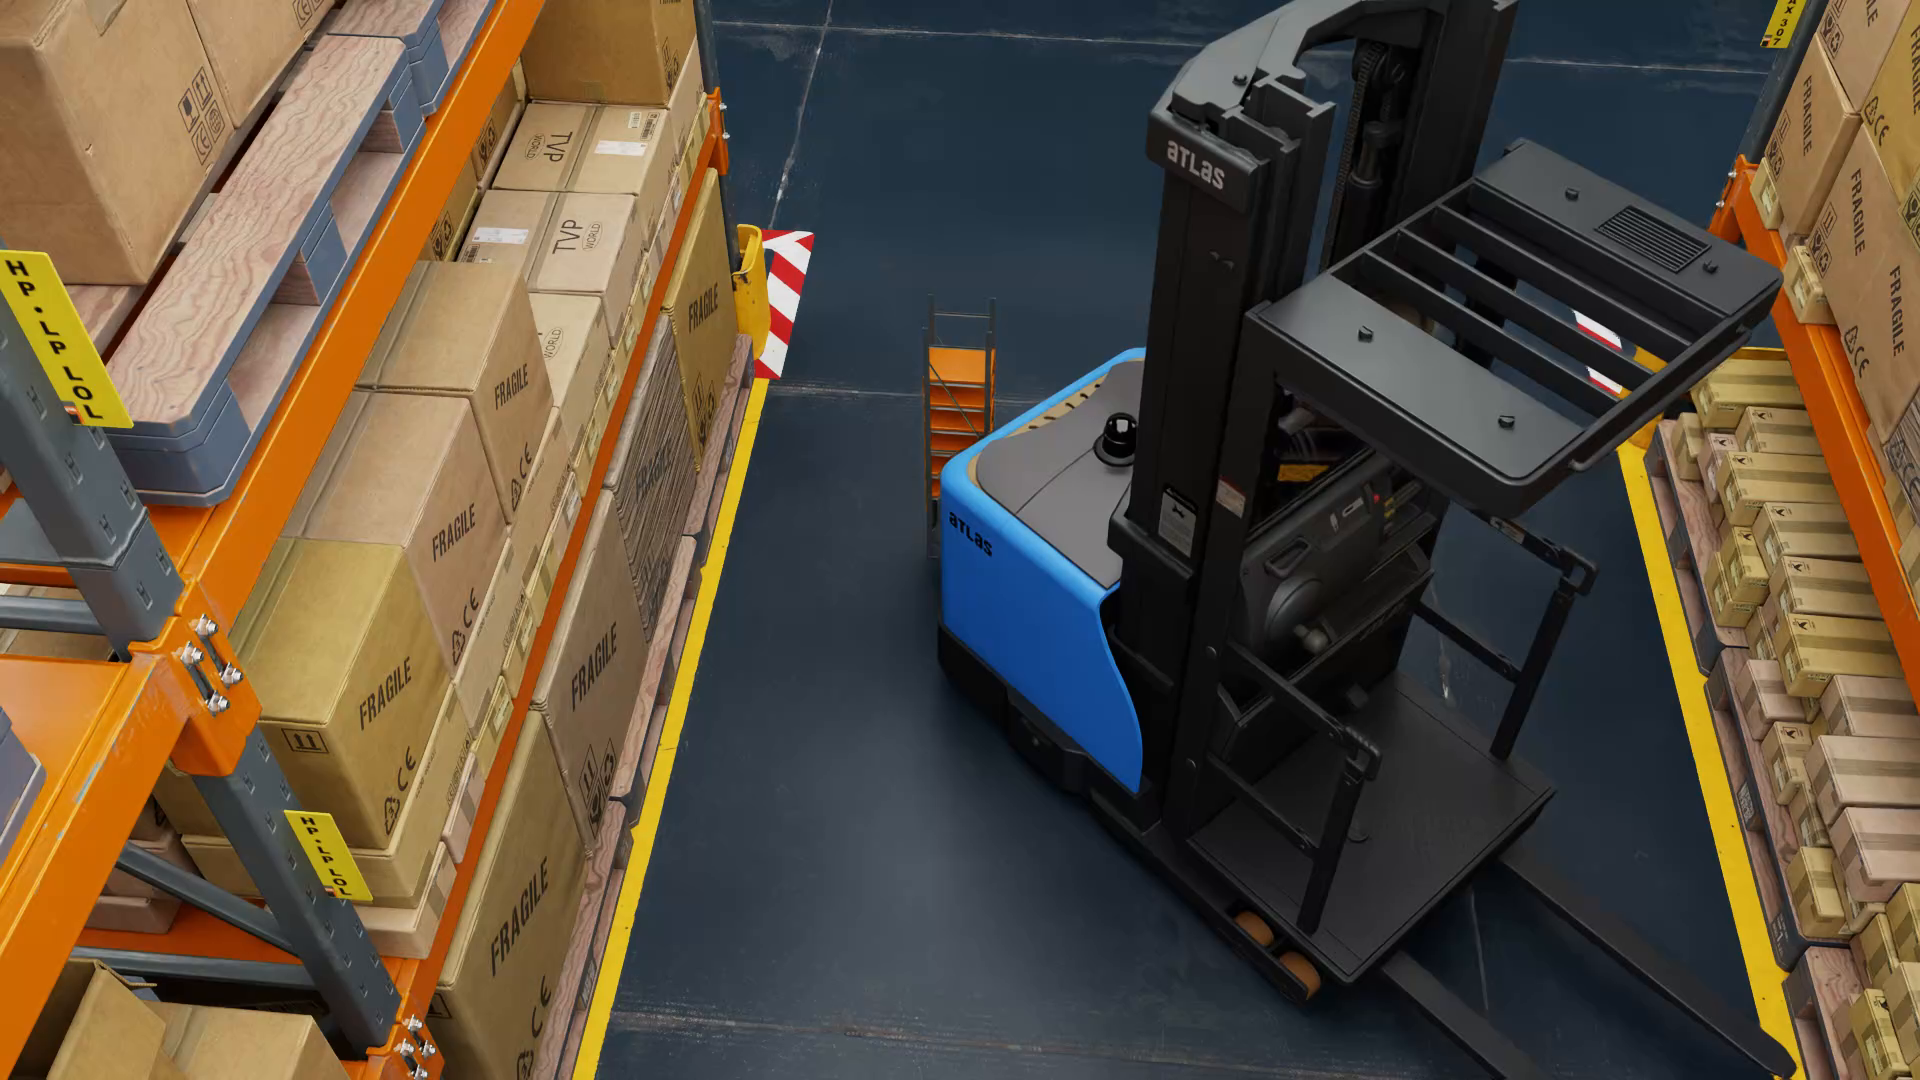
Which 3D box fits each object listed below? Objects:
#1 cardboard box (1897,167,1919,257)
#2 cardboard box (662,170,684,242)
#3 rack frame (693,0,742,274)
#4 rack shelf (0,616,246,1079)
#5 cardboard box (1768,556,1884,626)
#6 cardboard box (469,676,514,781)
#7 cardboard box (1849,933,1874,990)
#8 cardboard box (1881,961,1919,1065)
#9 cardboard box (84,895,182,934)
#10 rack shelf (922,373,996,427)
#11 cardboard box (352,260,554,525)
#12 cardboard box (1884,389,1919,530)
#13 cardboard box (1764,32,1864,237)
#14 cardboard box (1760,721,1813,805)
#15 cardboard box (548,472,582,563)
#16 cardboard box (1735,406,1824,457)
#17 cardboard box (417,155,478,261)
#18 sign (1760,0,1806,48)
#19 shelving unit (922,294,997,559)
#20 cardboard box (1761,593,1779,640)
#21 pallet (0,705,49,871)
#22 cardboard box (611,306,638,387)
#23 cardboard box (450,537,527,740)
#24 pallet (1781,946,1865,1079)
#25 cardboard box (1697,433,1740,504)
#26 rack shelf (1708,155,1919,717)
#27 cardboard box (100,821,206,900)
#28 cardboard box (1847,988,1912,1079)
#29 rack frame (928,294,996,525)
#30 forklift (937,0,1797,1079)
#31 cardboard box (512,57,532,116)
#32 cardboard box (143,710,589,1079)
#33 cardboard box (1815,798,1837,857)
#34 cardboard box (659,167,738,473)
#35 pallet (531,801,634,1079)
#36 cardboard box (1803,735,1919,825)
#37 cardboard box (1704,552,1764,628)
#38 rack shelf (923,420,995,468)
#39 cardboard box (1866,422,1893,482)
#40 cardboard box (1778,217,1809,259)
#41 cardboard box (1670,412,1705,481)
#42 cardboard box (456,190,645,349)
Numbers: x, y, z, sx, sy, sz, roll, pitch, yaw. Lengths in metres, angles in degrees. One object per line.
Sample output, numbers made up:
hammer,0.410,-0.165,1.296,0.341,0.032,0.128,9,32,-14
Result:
cardboard box,3.049,-0.958,4.646,0.500,0.500,0.500,3,48,3
cardboard box,-1.217,-1.213,5.997,0.380,0.149,0.250,4,48,4
rack frame,-1.466,-1.958,6.508,1.000,3.000,0.127,4,48,4
rack shelf,-2.013,1.682,1.634,1.077,0.370,4.000,4,48,4
cardboard box,3.047,0.210,5.769,0.380,0.149,0.250,6,48,5
cardboard box,-1.425,0.485,4.444,0.380,0.149,0.250,5,48,5
cardboard box,3.008,1.329,5.149,0.380,0.149,0.250,3,48,3
cardboard box,2.872,1.356,4.721,0.380,0.149,0.250,3,48,3
cardboard box,-2.129,0.820,4.137,0.380,0.149,0.250,4,48,4
rack shelf,-0.001,-0.526,6.153,0.258,0.103,0.180,4,48,4
cardboard box,-1.437,-0.400,4.475,0.500,0.500,0.500,3,48,2
cardboard box,3.027,-0.244,4.671,0.500,0.500,0.500,3,48,3
cardboard box,3.148,-1.373,5.703,0.500,0.500,0.500,6,48,5
cardboard box,2.970,0.772,5.659,0.380,0.149,0.250,4,48,4
cardboard box,-1.355,-0.081,4.962,0.380,0.149,0.250,4,48,4
cardboard box,3.173,-0.357,6.288,0.380,0.149,0.250,5,48,4
cardboard box,-1.866,-1.178,5.186,0.500,0.500,0.500,3,48,2
sign,2.924,-1.879,5.849,0.100,0.325,0.005,4,48,4
shelving unit,-0.001,-0.394,6.298,0.258,1.200,0.189,4,48,4
cardboard box,3.084,0.304,5.885,0.380,0.149,0.250,2,48,2
pallet,-1.865,0.711,2.164,0.805,0.209,1.217,2,48,2
cardboard box,-1.285,-0.648,5.480,0.380,0.149,0.250,4,48,4
cardboard box,-1.477,0.239,4.399,0.500,0.250,0.500,4,48,3
pallet,3.125,1.835,4.929,1.003,0.211,1.213,4,48,4
cardboard box,3.079,-0.265,6.405,0.380,0.149,0.250,4,48,3
rack shelf,3.282,0.162,5.056,1.077,0.370,4.000,4,48,4
cardboard box,-2.052,0.590,4.078,0.500,0.250,0.500,3,48,3
cardboard box,2.831,1.459,4.829,0.380,0.149,0.250,2,48,2
rack frame,0.007,-0.462,6.359,0.240,1.200,0.006,4,48,4
forklift,1.269,0.071,4.698,1.130,2.935,3.031,-33,56,-27
cardboard box,-1.779,-1.673,6.147,0.500,0.250,0.500,3,48,2
cardboard box,-1.691,1.077,4.887,0.875,0.875,0.875,4,48,4
cardboard box,2.999,0.897,5.343,0.380,0.149,0.250,2,48,2
cardboard box,-1.445,-0.907,6.702,0.875,0.875,0.875,4,48,4
pallet,-1.683,1.369,5.355,1.003,0.211,1.213,4,48,4
cardboard box,2.918,0.767,5.260,0.380,0.149,0.250,2,48,2
cardboard box,3.007,0.195,6.186,0.380,0.149,0.250,4,48,4
rack shelf,-0.001,-0.364,6.330,0.258,0.103,0.180,4,48,4
cardboard box,3.061,-0.289,5.151,0.380,0.149,0.250,3,48,3
cardboard box,3.126,-1.059,5.856,0.380,0.149,0.250,5,48,5
cardboard box,3.097,-0.366,6.699,0.380,0.149,0.250,5,48,4
cardboard box,-1.339,-0.887,5.428,0.500,0.250,0.500,2,48,2
